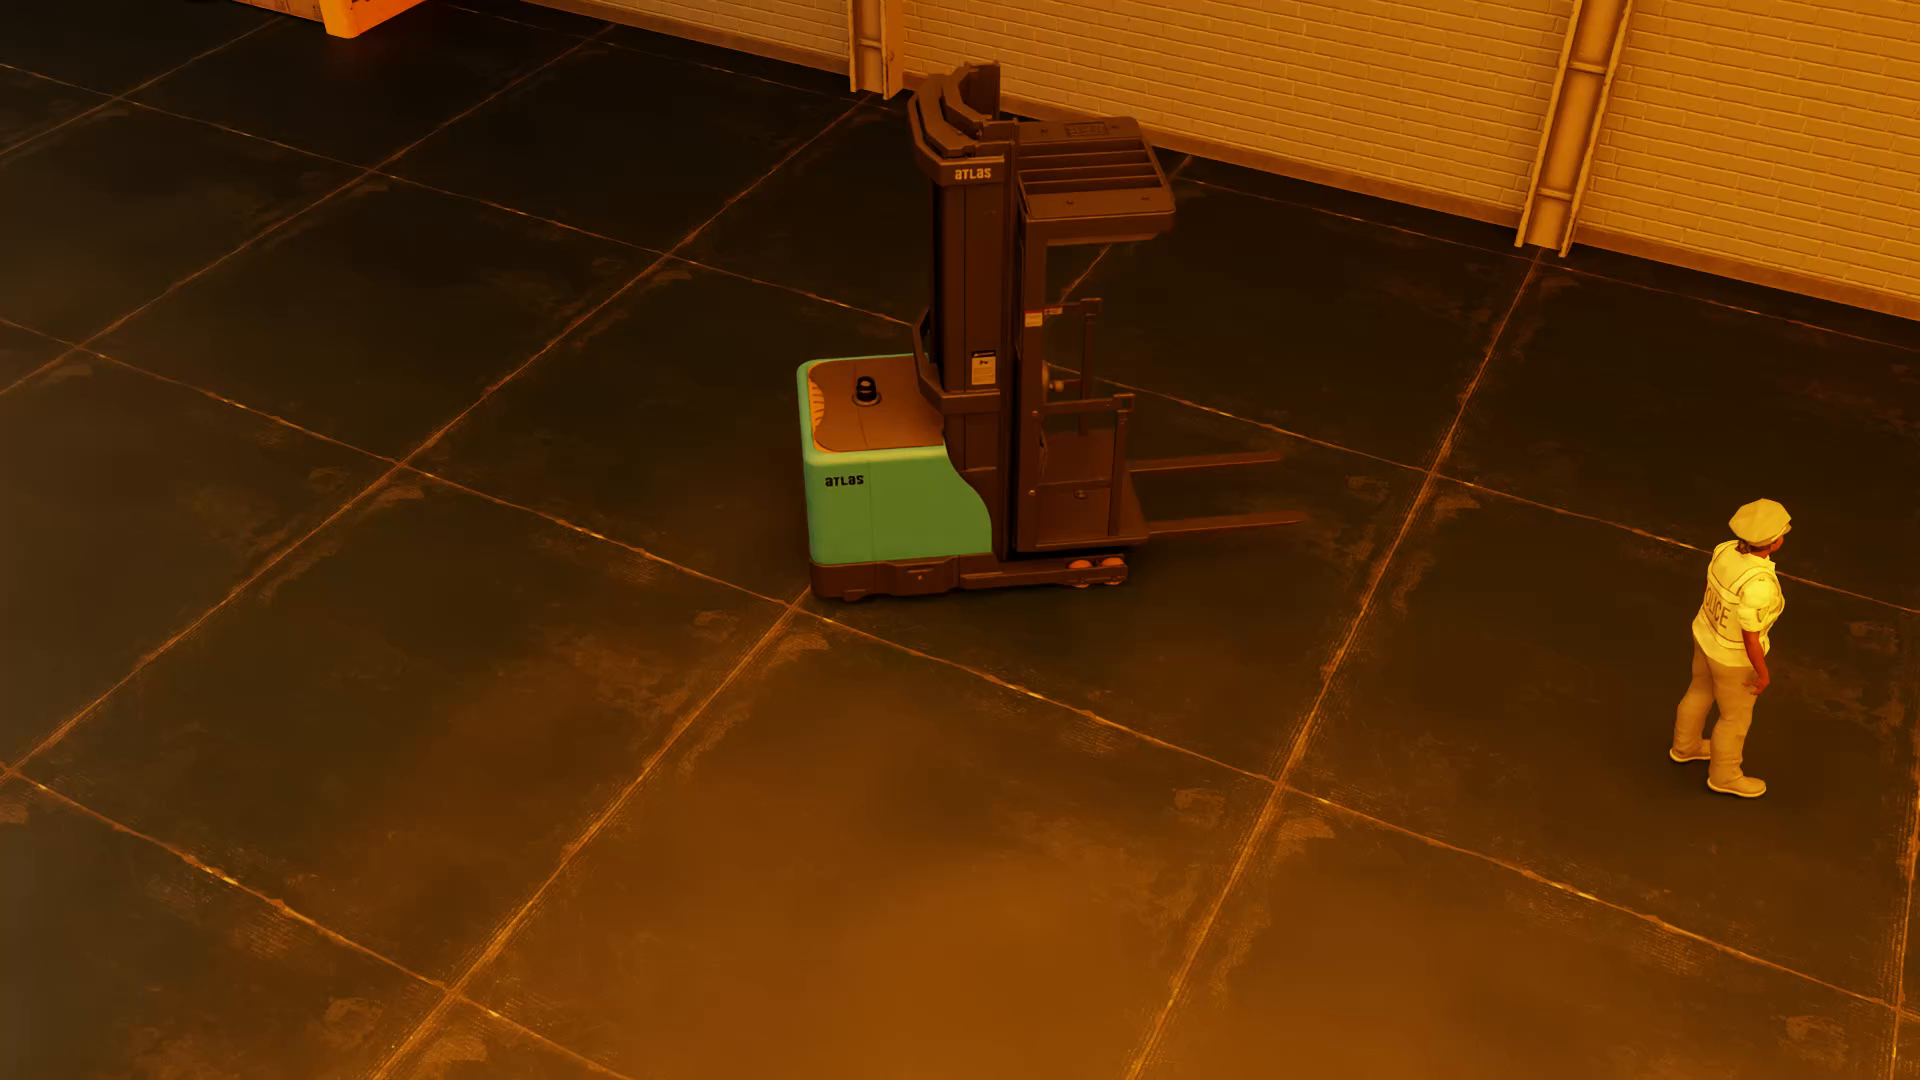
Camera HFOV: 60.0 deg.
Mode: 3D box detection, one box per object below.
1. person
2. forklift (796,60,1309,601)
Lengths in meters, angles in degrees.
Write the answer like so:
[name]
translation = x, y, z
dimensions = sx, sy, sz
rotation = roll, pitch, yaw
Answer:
[person]
translation = 3.921, 0.526, 8.310
dimensions = 0.530, 1.695, 0.570
rotation = -4, 40, -4
[forklift]
translation = 0.573, -1.173, 9.379
dimensions = 3.031, 2.935, 1.130
rotation = -4, 40, -5
